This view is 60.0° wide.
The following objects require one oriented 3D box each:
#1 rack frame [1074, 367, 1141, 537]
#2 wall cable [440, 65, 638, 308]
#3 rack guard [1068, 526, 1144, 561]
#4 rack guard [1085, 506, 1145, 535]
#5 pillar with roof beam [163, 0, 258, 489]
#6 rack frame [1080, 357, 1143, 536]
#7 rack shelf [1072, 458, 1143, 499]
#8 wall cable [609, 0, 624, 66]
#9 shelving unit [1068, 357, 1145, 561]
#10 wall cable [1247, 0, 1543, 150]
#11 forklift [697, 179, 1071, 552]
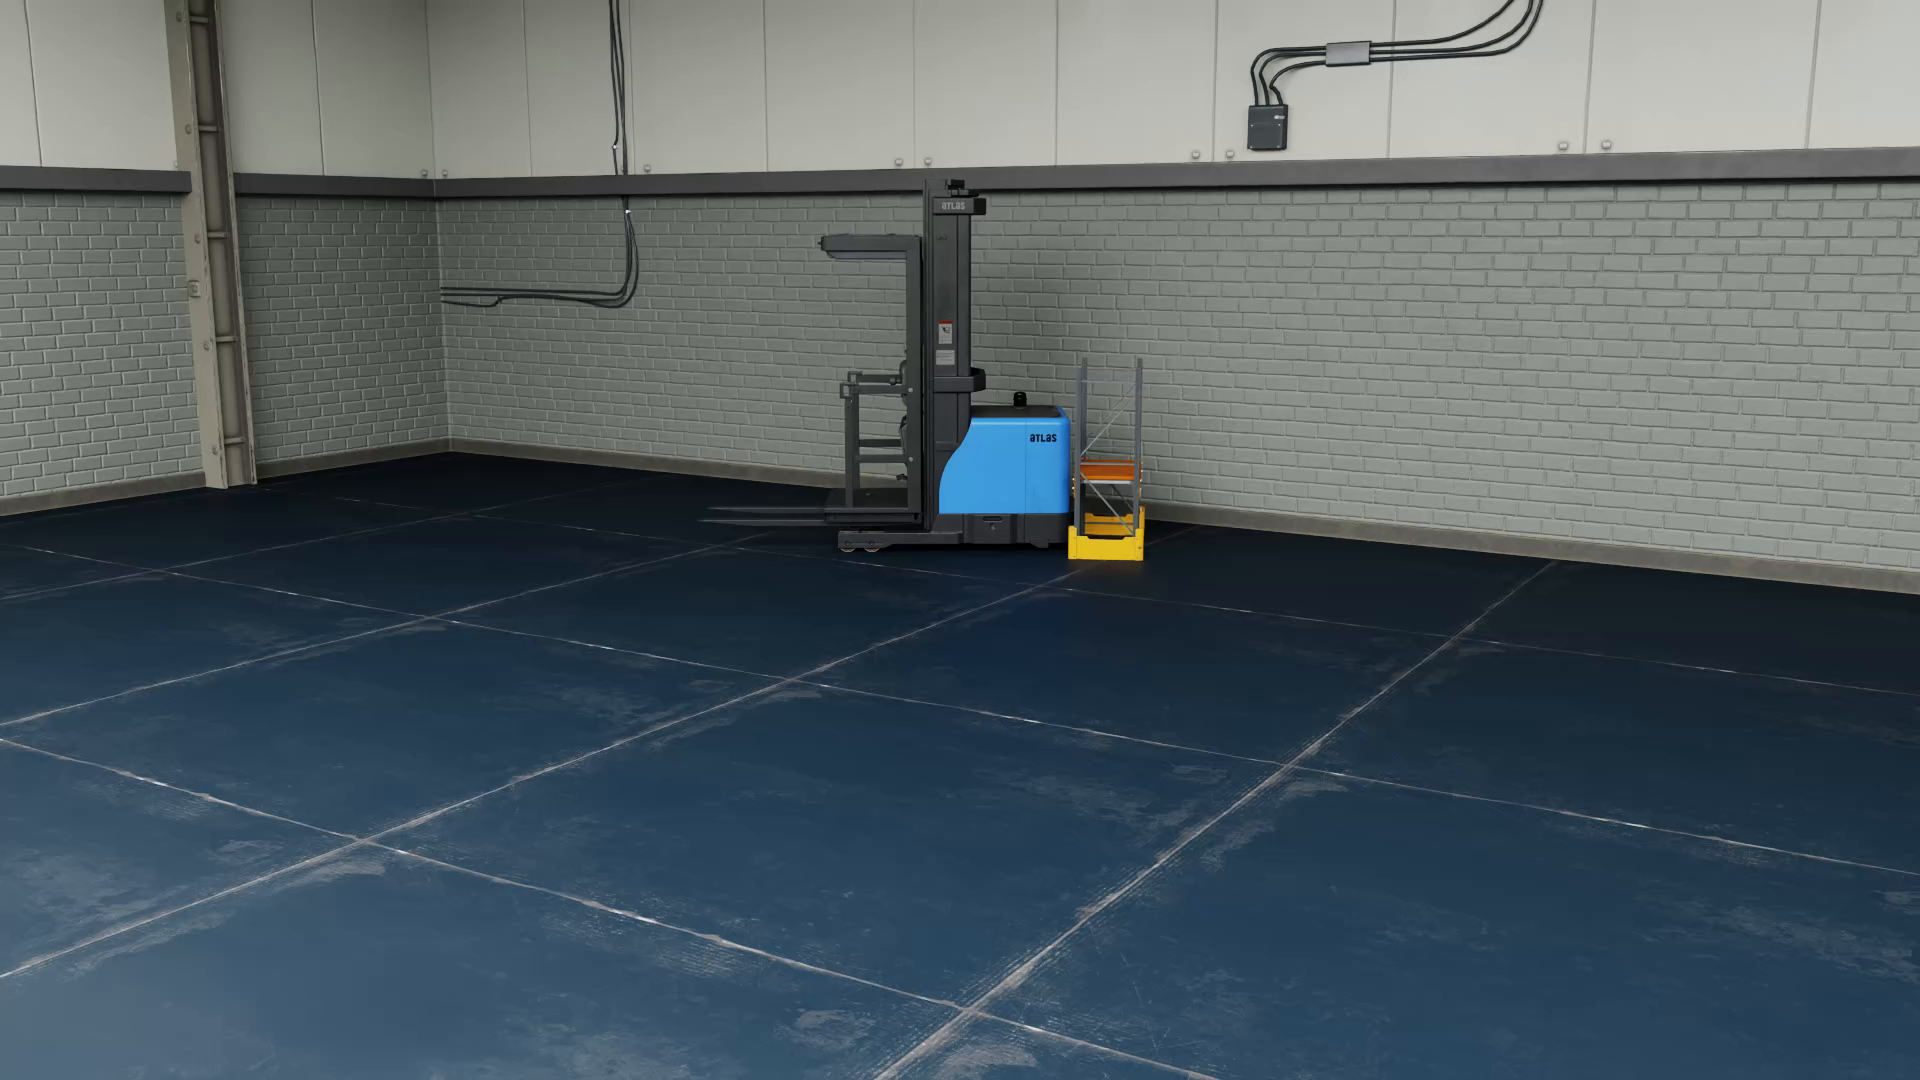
[{"bbox_3d":[1.146,-0.590,12.942,0.500,1.500,0.032,1,11,7],"label":"rack frame"},{"bbox_3d":[-4.726,-3.792,18.107,3.097,2.526,0.112,6,12,31],"label":"wall cable"},{"bbox_3d":[1.146,0.025,13.058,0.587,0.250,0.087,1,11,7],"label":"rack guard"},{"bbox_3d":[1.261,-0.158,14.031,0.587,0.250,0.087,1,11,7],"label":"rack guard"},{"bbox_3d":[-3.706,-4.570,13.825,9.100,9.000,0.400,6,12,31],"label":"pillar with roof beam"},{"bbox_3d":[1.264,-0.775,13.935,0.500,1.500,0.032,1,11,7],"label":"rack frame"},{"bbox_3d":[1.205,-0.506,13.472,0.538,0.185,1.000,1,11,7],"label":"rack shelf"},{"bbox_3d":[-2.413,-6.016,16.262,3.097,2.526,0.112,6,12,31],"label":"wall cable"},{"bbox_3d":[1.204,-0.681,13.430,0.587,1.500,1.083,1,11,7],"label":"shelving unit"},{"bbox_3d":[3.380,-6.080,12.651,2.305,6.003,0.169,6,12,31],"label":"wall cable"},{"bbox_3d":[-0.623,-1.440,13.596,3.031,2.935,1.130,0,11,0],"label":"forklift"}]
